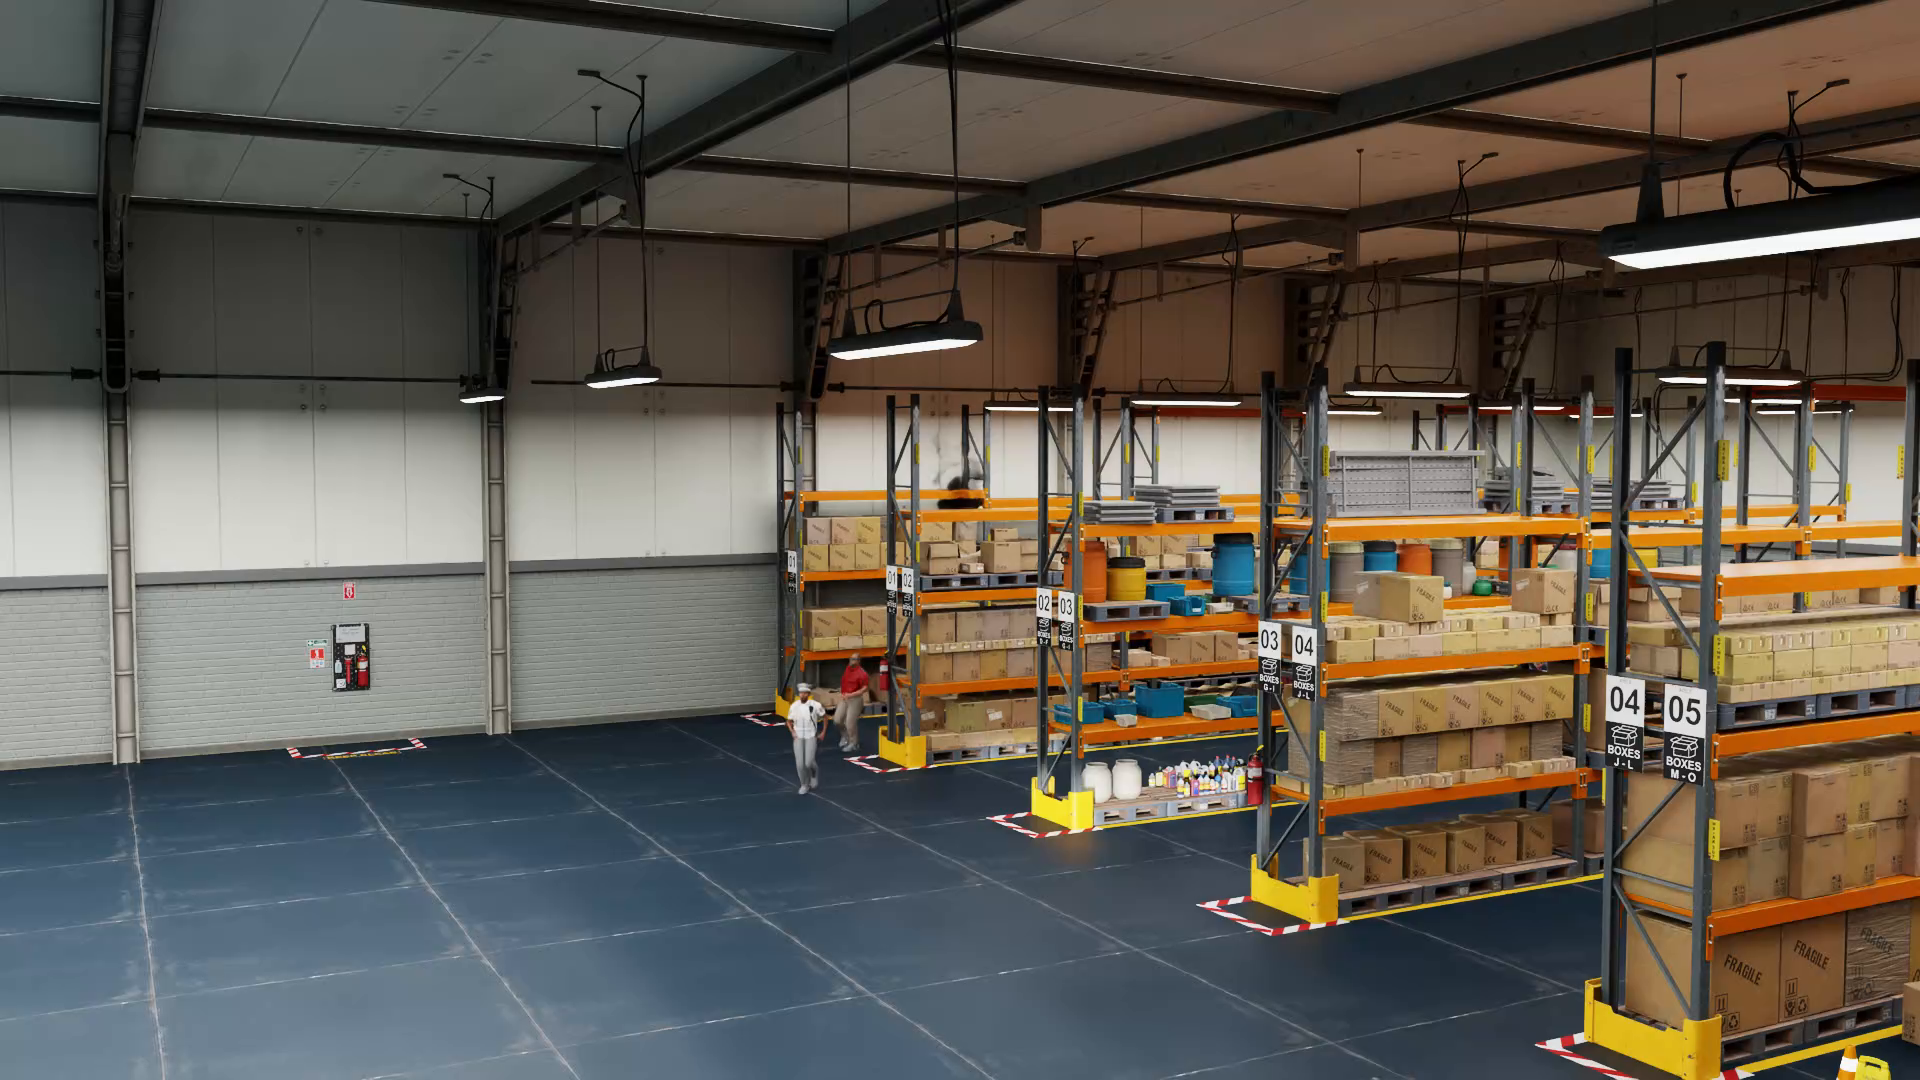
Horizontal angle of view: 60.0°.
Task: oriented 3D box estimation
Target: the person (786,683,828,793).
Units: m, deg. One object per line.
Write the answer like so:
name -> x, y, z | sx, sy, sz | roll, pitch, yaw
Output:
person -> -2.282, 2.943, 24.692 | 0.608, 1.653, 0.570 | 0, 3, 5

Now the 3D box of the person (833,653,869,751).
person -> -1.844, 2.747, 28.091 | 0.681, 1.700, 0.572 | 2, 4, 37
